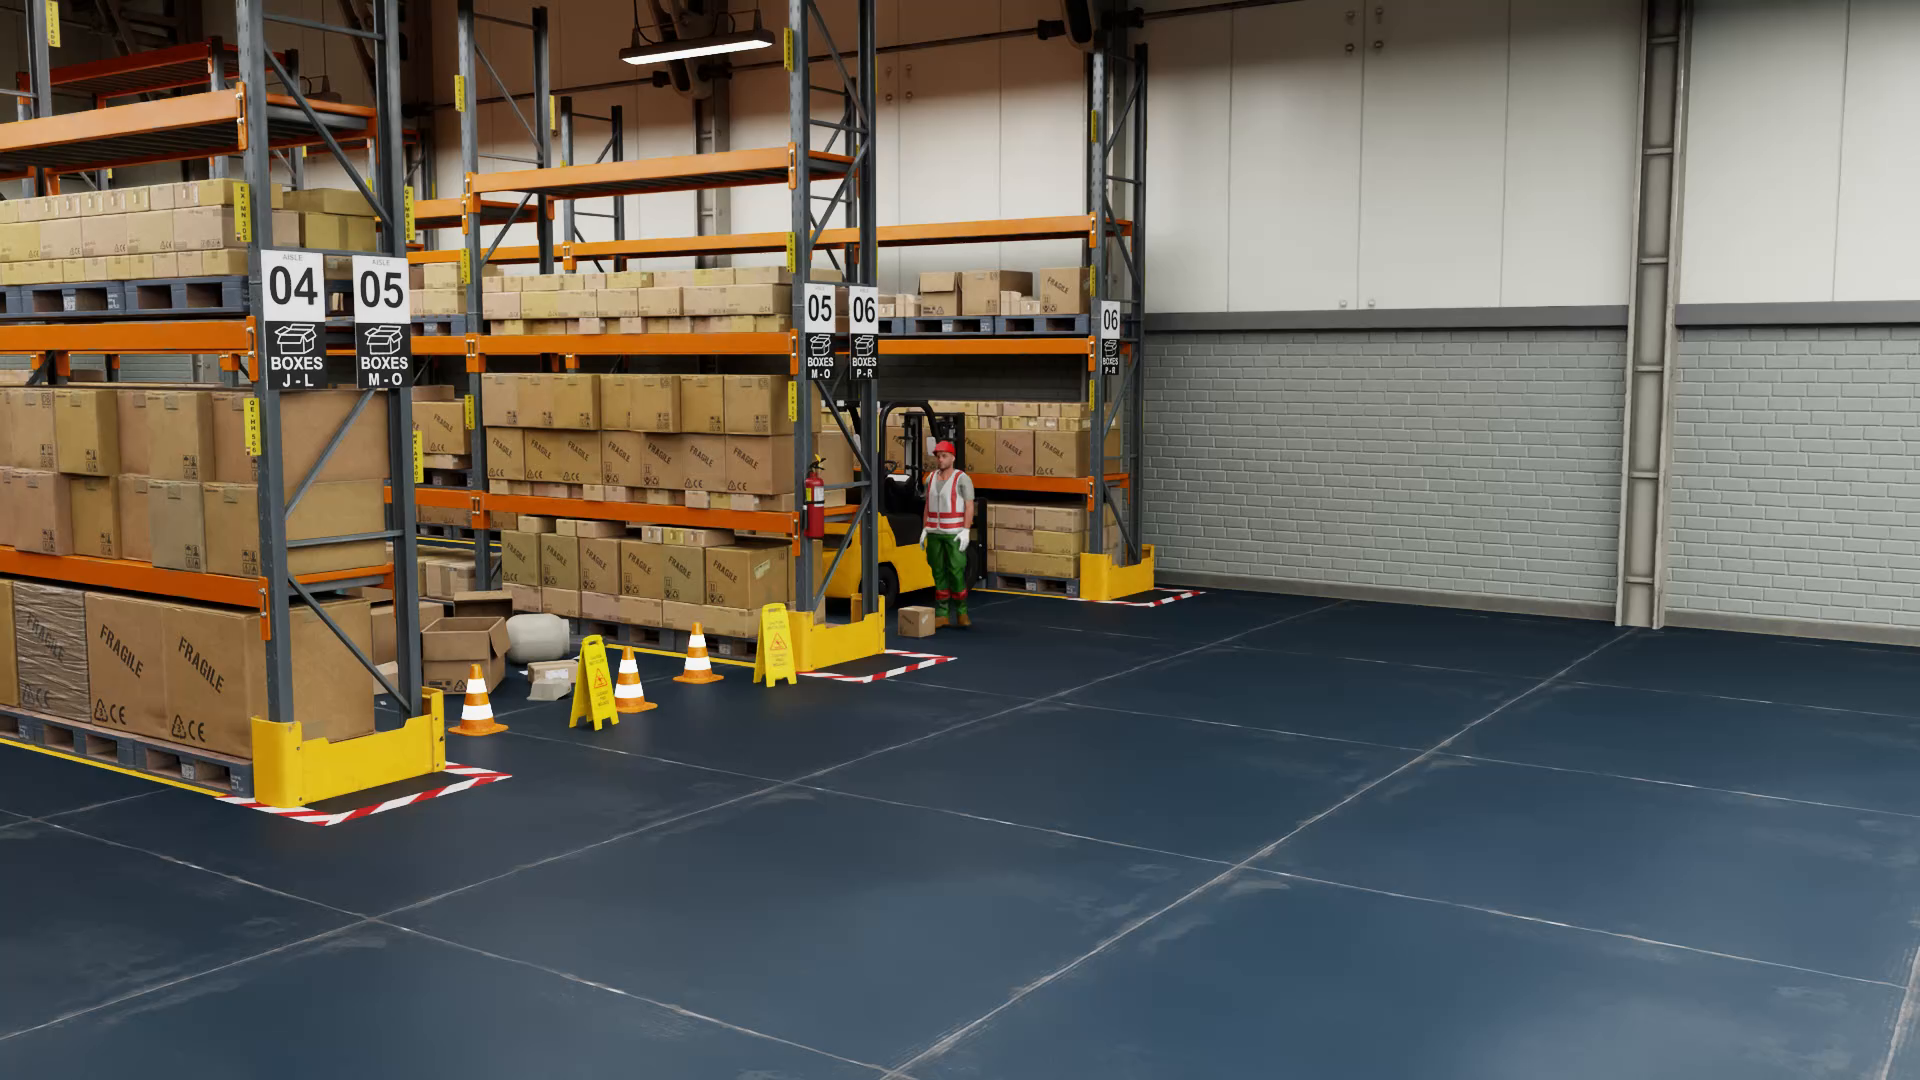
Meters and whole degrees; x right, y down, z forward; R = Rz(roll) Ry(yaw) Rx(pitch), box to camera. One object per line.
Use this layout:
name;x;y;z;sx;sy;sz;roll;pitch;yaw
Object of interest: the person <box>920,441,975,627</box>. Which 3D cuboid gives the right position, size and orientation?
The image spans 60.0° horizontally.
person;-0.131;-0.058;15.981;0.556;1.790;0.390;3;7;29
